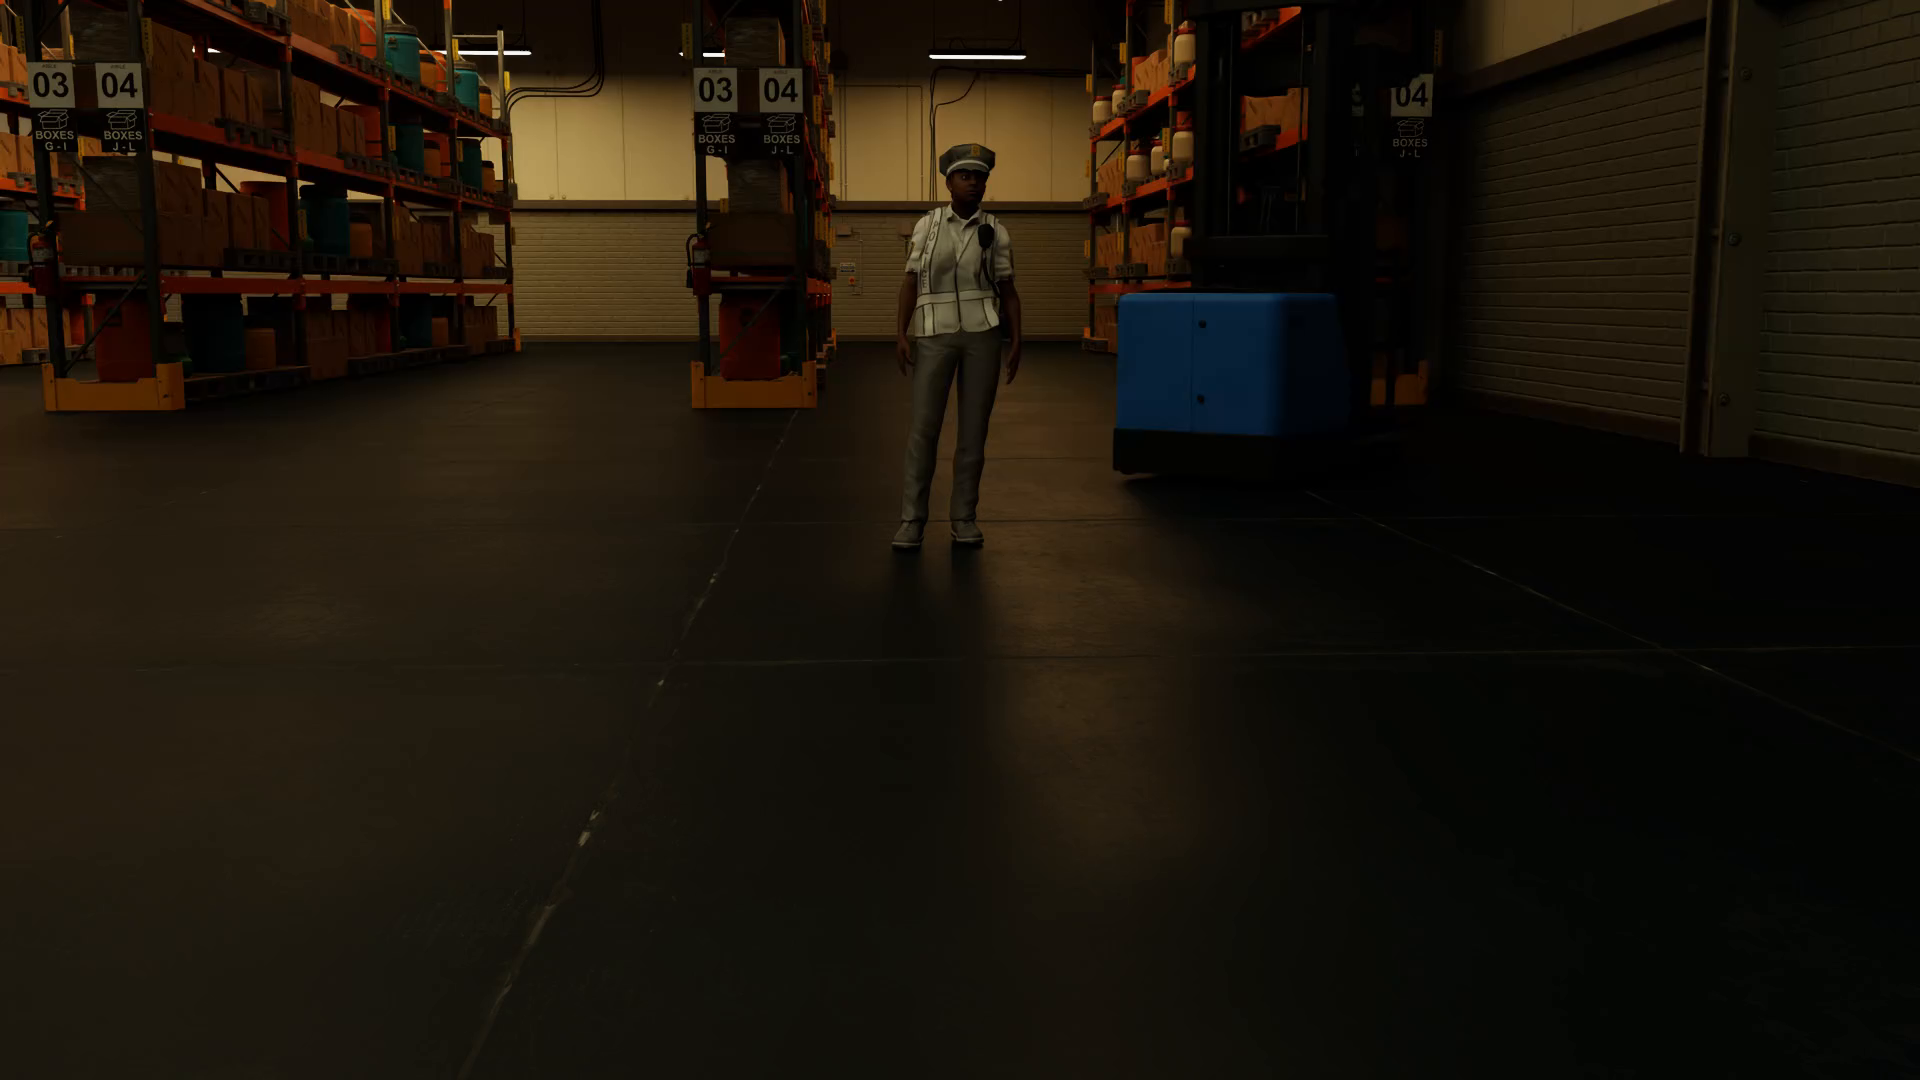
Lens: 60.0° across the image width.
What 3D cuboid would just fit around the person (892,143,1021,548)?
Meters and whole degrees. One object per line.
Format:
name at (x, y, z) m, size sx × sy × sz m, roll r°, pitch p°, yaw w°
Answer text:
person at (-0.016, -0.833, 7.110) m, size 0.569 × 1.692 × 0.530 m, roll -1°, pitch 8°, yaw -4°

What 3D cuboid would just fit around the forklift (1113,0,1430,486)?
forklift at (2.122, -1.920, 10.263) m, size 1.130 × 2.935 × 3.031 m, roll 6°, pitch 10°, yaw 34°
